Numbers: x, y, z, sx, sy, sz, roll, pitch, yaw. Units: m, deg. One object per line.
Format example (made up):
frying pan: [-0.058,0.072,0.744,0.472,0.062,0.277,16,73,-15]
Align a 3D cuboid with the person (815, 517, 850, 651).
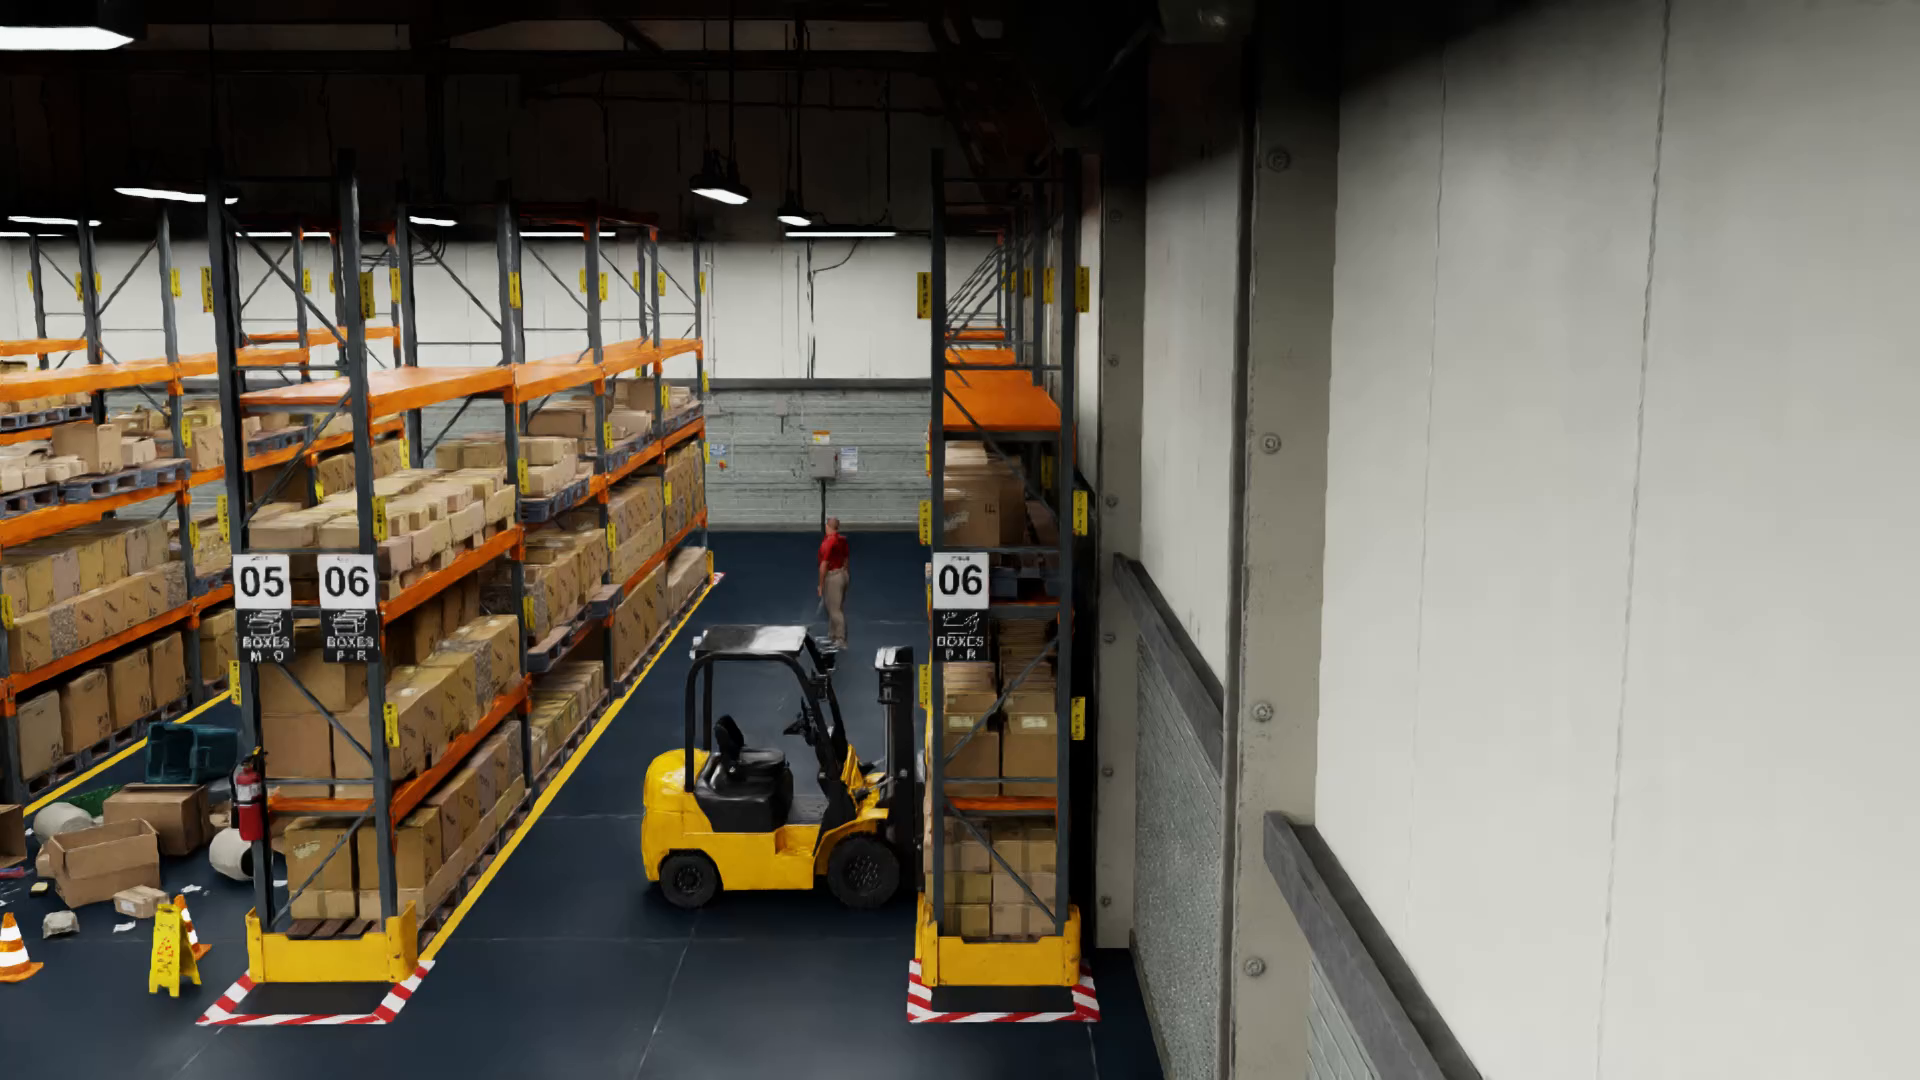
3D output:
person: [-1.687,0.545,21.788,0.595,1.718,0.669,4,10,22]
